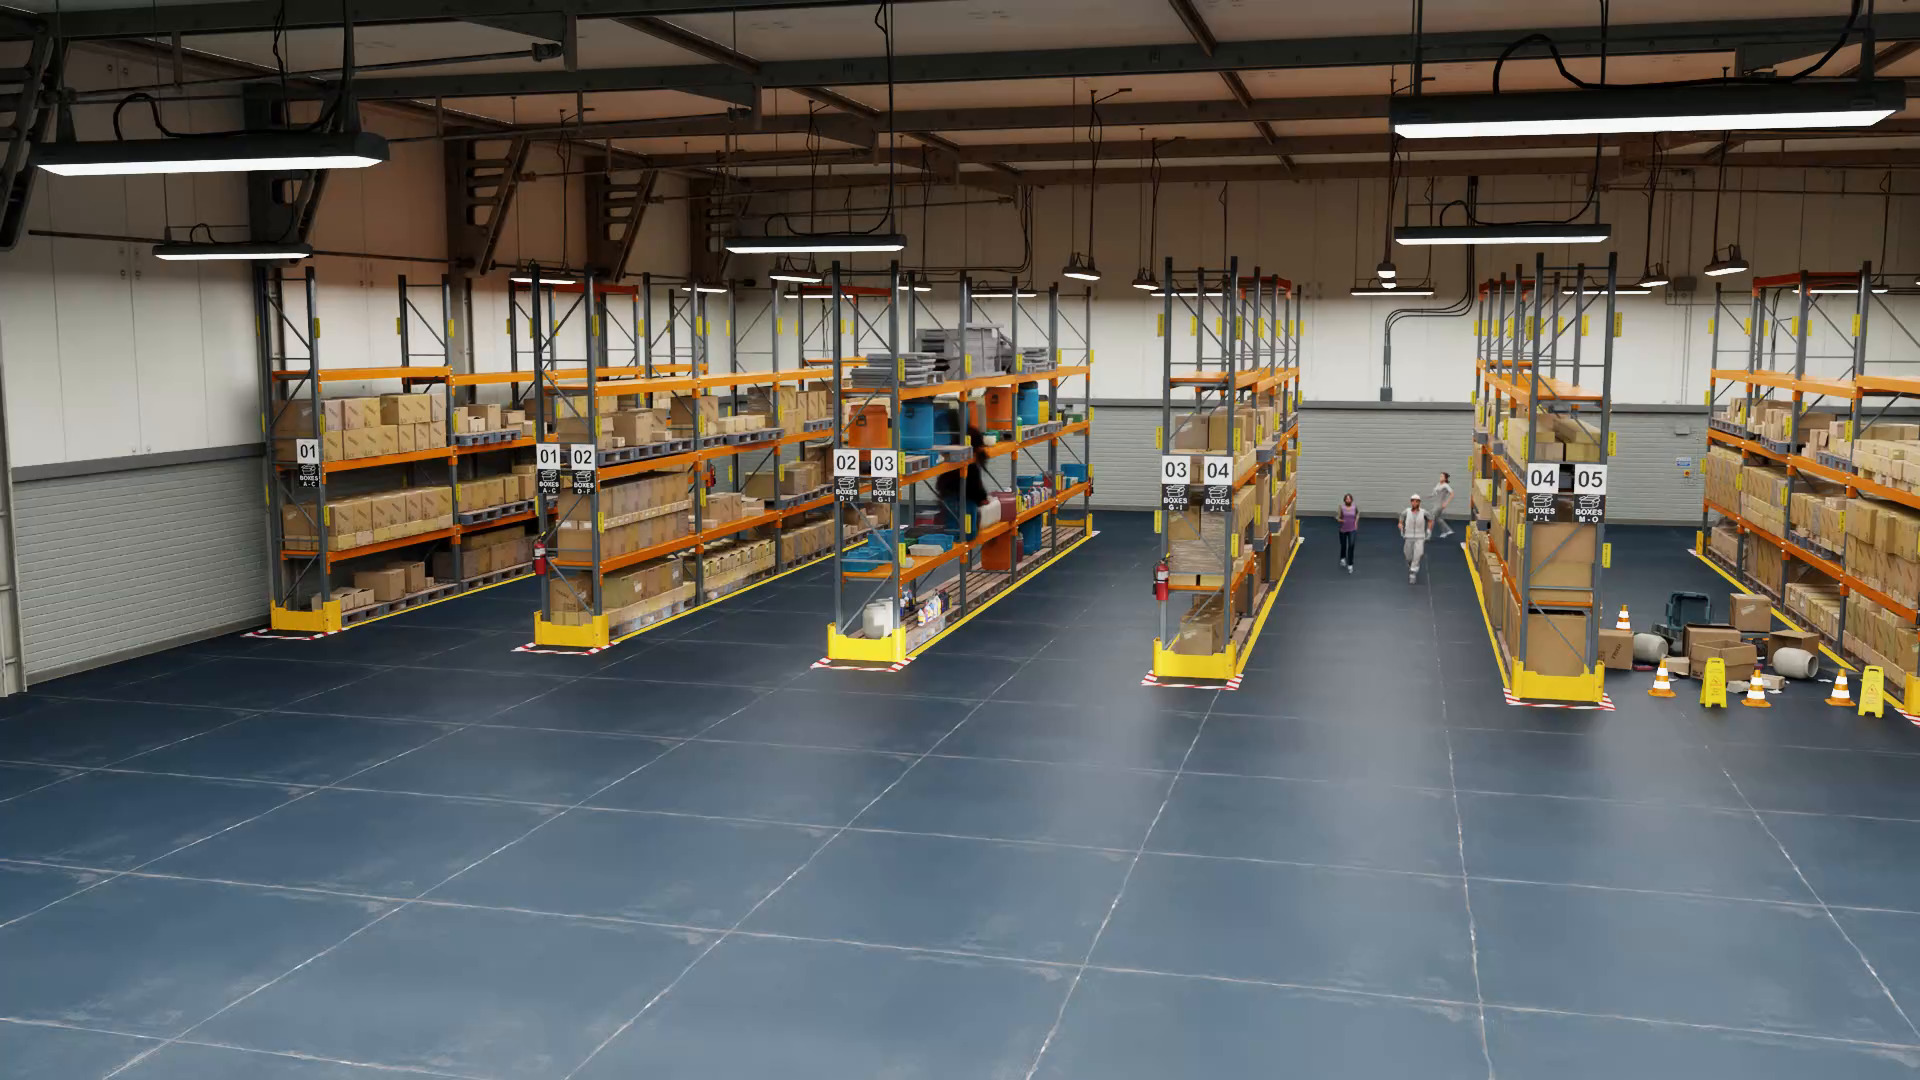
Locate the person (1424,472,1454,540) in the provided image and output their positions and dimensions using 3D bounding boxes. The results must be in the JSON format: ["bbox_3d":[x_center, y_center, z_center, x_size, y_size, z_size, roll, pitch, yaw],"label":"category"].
[{"bbox_3d":[11.264,-0.789,39.202,0.887,1.648,0.616,0,7,-2],"label":"person"}]

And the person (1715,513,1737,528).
[{"bbox_3d":[17.617,-0.640,38.095,0.716,1.697,0.586,-4,8,-29],"label":"person"}]

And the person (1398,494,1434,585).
[{"bbox_3d":[9.011,-0.029,32.906,0.669,1.748,0.848,2,8,17],"label":"person"}]

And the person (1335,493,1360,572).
[{"bbox_3d":[8.040,-0.179,34.537,0.505,1.603,0.844,1,7,9],"label":"person"}]
